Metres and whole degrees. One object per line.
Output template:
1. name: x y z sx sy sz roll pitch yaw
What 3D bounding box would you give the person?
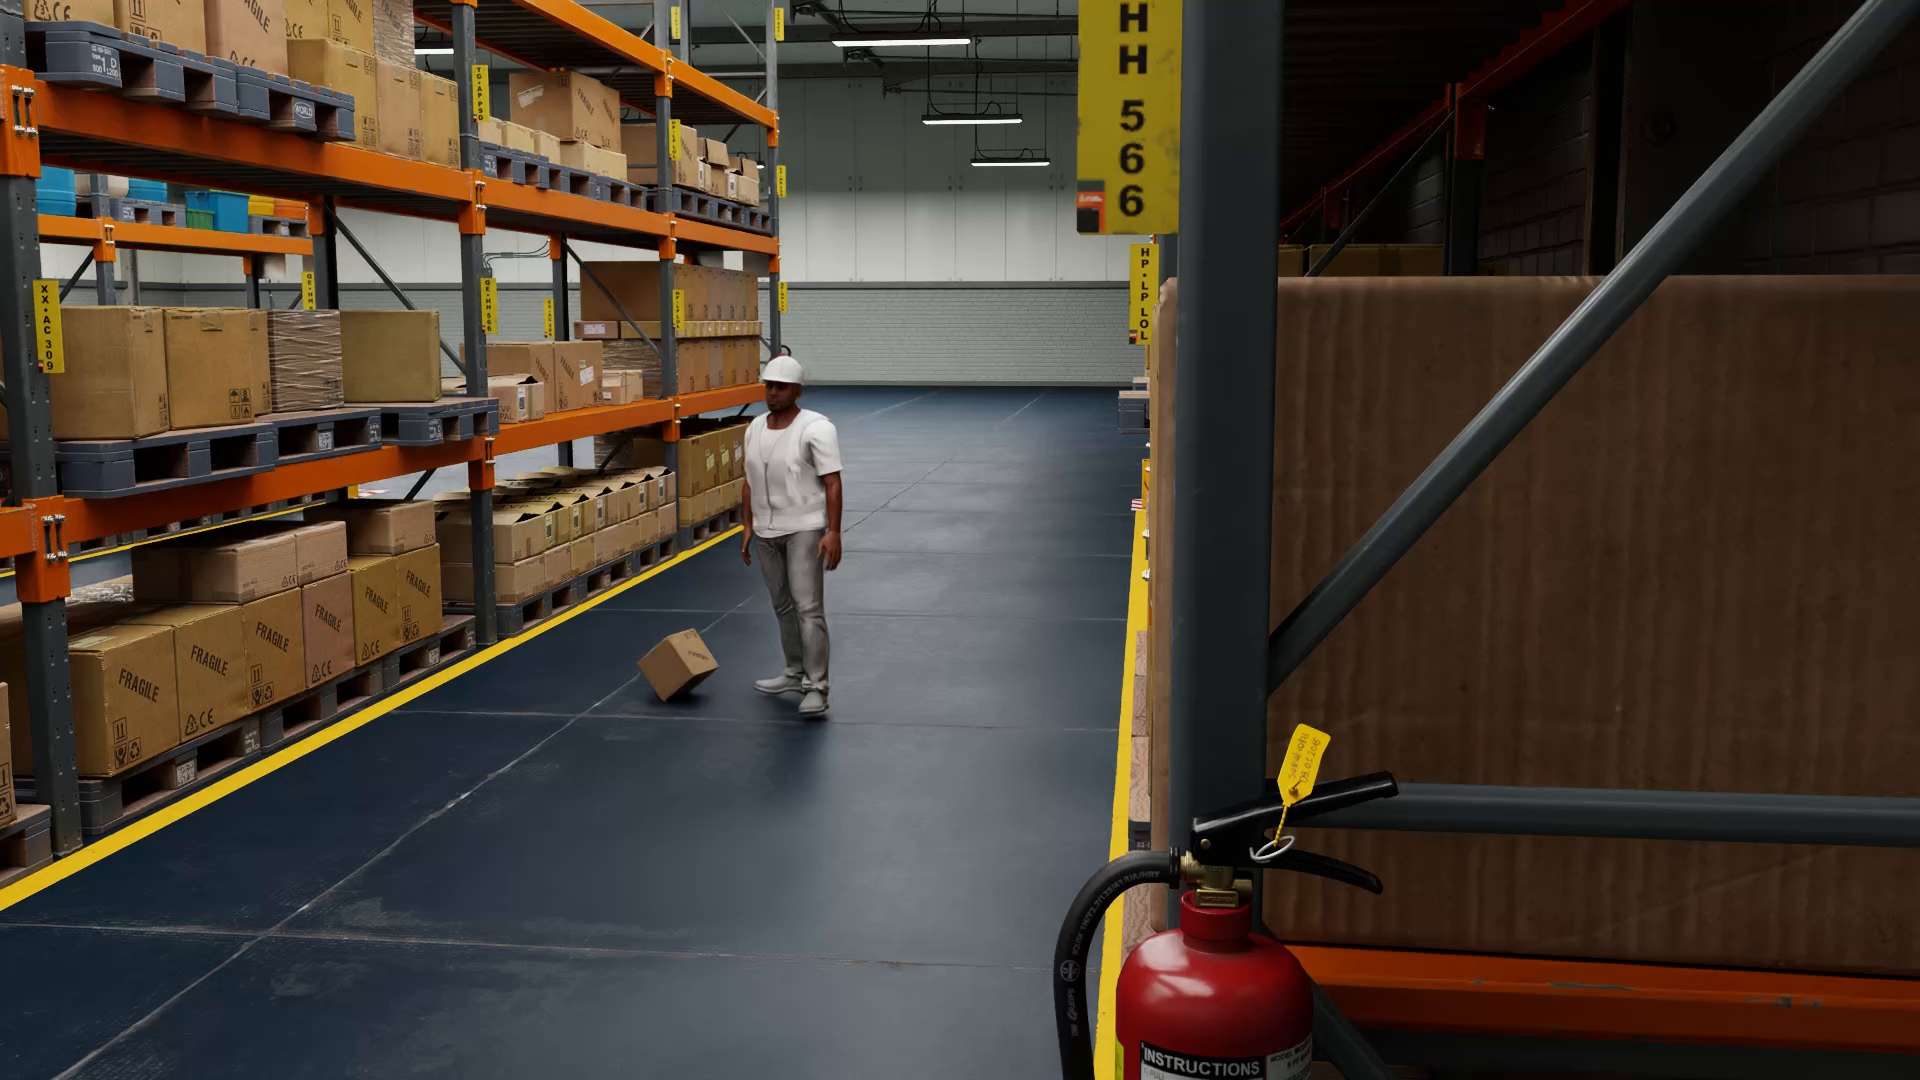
1. person: -0.841 -0.039 8.333 0.704 1.753 0.587 5 9 36
